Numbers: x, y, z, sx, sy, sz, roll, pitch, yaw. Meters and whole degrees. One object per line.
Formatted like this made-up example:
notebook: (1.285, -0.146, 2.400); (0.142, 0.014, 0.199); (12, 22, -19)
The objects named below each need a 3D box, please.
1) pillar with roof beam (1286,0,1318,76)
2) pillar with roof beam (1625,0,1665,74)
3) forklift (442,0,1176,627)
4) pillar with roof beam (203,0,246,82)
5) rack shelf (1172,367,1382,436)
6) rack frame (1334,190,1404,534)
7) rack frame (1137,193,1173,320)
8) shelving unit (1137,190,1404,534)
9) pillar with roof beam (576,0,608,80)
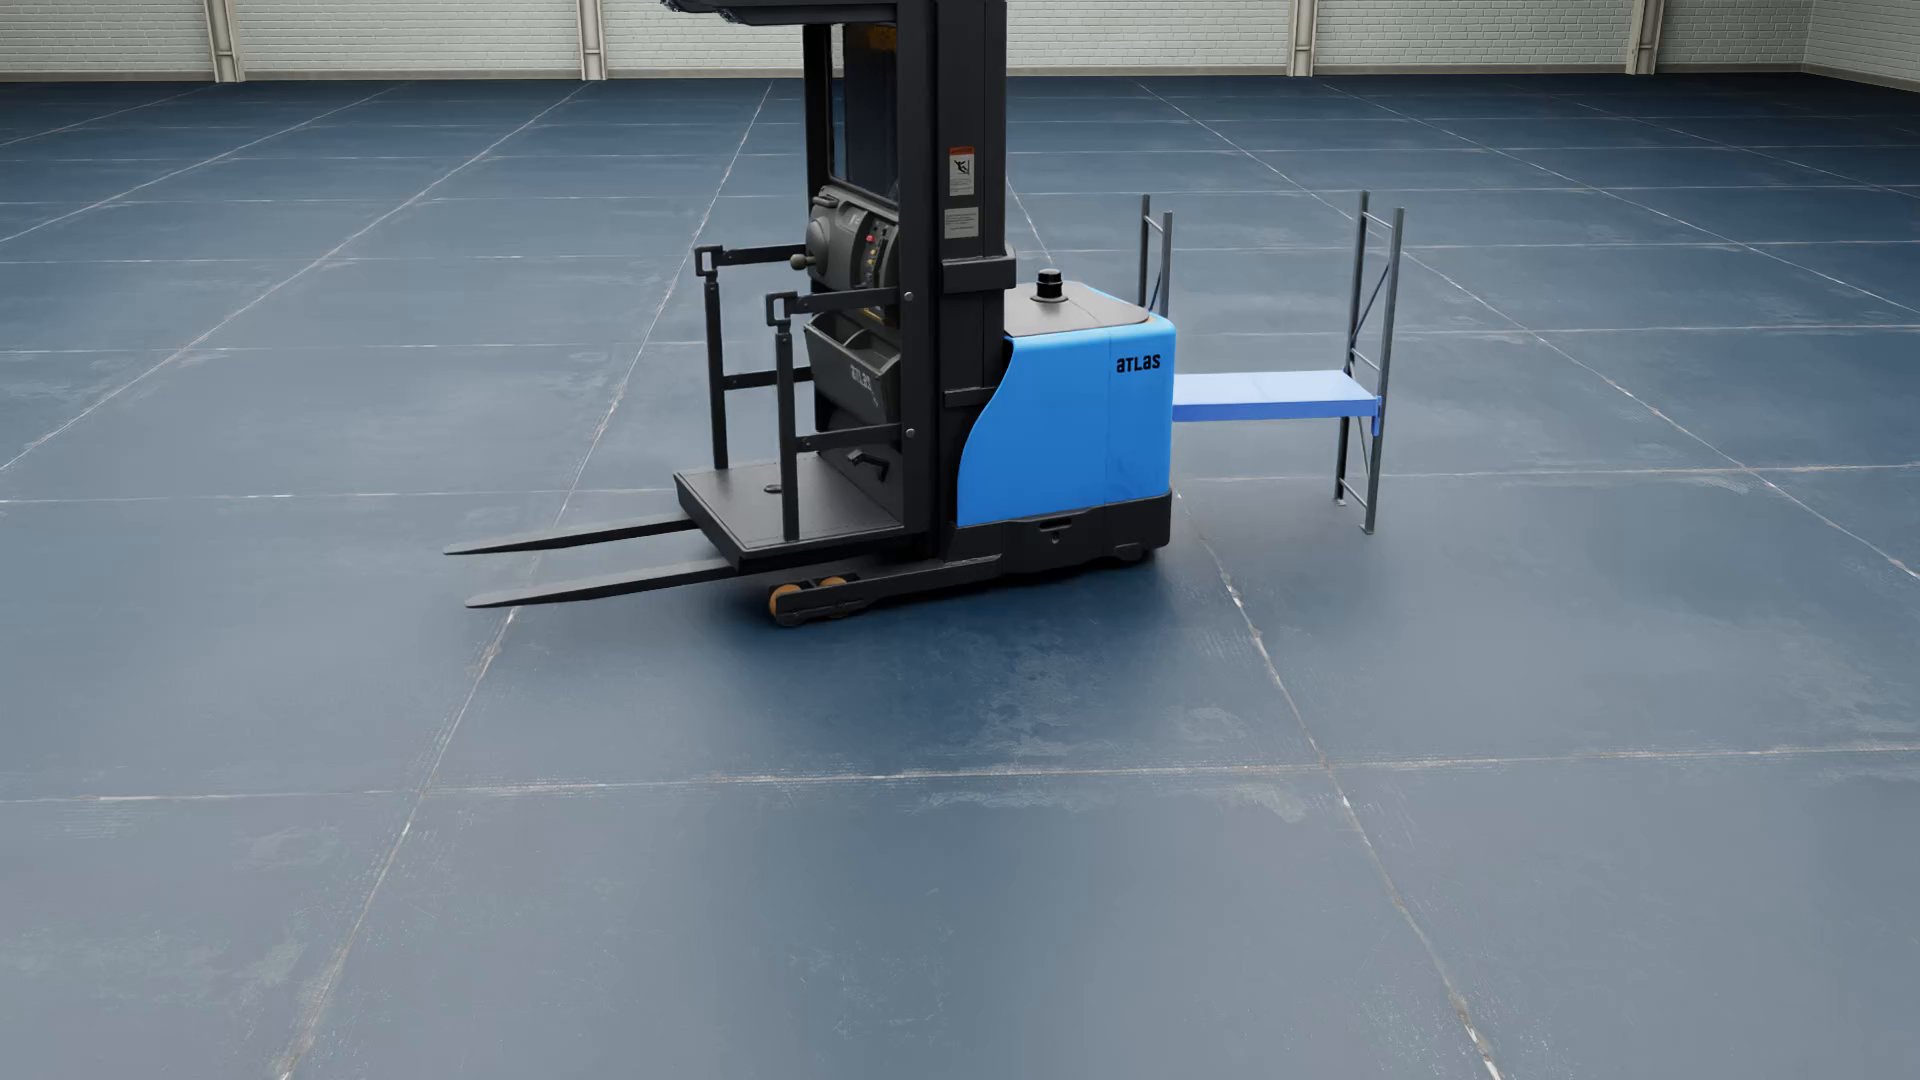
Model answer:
pillar with roof beam: (6.084, -10.676, 23.014); (0.400, 9.000, 9.100); (-1, 21, -3)
pillar with roof beam: (12.075, -10.797, 23.334); (0.400, 9.000, 9.100); (-1, 21, -3)
forklift: (-0.630, -1.234, 6.743); (3.031, 2.935, 1.130); (-9, 23, -22)
pillar with roof beam: (-11.886, -10.310, 22.054); (0.400, 9.000, 9.100); (-1, 21, -3)
rack shelf: (1.368, -0.630, 7.672); (1.000, 0.185, 0.538); (-2, 21, -6)
rack frame: (1.874, -0.816, 7.657); (0.032, 1.500, 0.500); (-2, 21, -6)
rack frame: (0.863, -0.779, 7.559); (0.032, 1.500, 0.500); (-2, 21, -6)
shelving unit: (1.368, -0.798, 7.608); (1.048, 1.500, 0.538); (-2, 21, -6)
pillar with roof beam: (-5.896, -10.432, 22.374); (0.400, 9.000, 9.100); (-1, 21, -3)
